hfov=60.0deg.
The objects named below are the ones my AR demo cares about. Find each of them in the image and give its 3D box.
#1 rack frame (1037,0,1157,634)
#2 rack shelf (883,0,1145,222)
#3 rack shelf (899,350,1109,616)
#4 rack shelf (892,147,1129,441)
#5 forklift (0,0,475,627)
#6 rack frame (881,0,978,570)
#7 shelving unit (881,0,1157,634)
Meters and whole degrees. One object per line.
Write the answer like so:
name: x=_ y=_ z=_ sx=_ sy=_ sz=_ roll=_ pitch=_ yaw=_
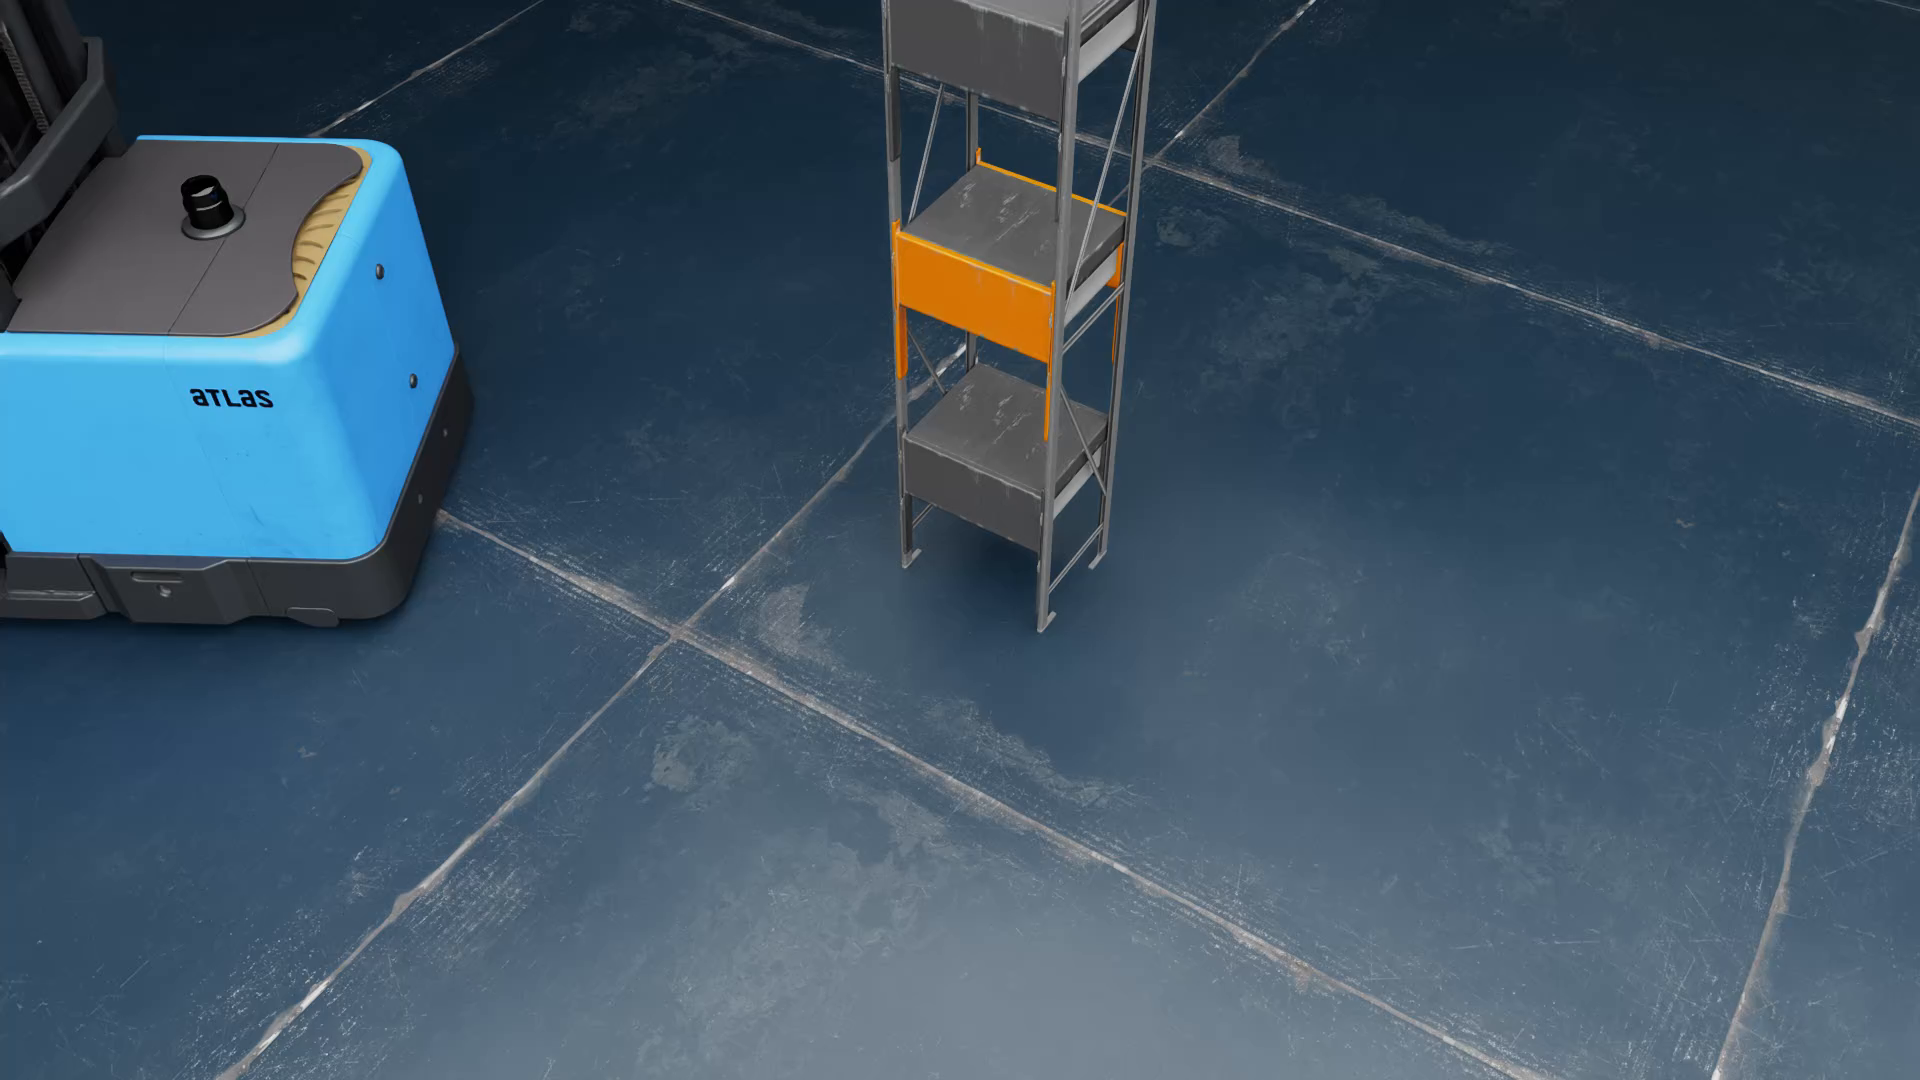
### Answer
rack frame: x=0.345 y=-0.573 z=4.343 sx=0.015 sy=2.100 sz=0.400 roll=25 pitch=51 yaw=22
rack shelf: x=0.139 y=-1.146 z=3.942 sx=0.480 sy=0.518 sz=0.431 roll=25 pitch=51 yaw=22
rack shelf: x=0.139 y=-0.170 z=4.946 sx=0.480 sy=0.518 sz=0.431 roll=25 pitch=51 yaw=22
rack shelf: x=0.139 y=-0.658 z=4.444 sx=0.480 sy=0.518 sz=0.431 roll=25 pitch=51 yaw=22
forklift: x=-3.159 y=-1.149 z=4.323 sx=3.031 sy=2.935 sz=1.130 roll=1 pitch=46 yaw=1
rack frame: x=-0.066 y=-0.762 z=4.526 sx=0.015 sy=2.100 sz=0.400 roll=25 pitch=51 yaw=22
shelving unit: x=0.139 y=-0.668 z=4.435 sx=0.503 sy=2.100 sz=0.431 roll=25 pitch=51 yaw=22
